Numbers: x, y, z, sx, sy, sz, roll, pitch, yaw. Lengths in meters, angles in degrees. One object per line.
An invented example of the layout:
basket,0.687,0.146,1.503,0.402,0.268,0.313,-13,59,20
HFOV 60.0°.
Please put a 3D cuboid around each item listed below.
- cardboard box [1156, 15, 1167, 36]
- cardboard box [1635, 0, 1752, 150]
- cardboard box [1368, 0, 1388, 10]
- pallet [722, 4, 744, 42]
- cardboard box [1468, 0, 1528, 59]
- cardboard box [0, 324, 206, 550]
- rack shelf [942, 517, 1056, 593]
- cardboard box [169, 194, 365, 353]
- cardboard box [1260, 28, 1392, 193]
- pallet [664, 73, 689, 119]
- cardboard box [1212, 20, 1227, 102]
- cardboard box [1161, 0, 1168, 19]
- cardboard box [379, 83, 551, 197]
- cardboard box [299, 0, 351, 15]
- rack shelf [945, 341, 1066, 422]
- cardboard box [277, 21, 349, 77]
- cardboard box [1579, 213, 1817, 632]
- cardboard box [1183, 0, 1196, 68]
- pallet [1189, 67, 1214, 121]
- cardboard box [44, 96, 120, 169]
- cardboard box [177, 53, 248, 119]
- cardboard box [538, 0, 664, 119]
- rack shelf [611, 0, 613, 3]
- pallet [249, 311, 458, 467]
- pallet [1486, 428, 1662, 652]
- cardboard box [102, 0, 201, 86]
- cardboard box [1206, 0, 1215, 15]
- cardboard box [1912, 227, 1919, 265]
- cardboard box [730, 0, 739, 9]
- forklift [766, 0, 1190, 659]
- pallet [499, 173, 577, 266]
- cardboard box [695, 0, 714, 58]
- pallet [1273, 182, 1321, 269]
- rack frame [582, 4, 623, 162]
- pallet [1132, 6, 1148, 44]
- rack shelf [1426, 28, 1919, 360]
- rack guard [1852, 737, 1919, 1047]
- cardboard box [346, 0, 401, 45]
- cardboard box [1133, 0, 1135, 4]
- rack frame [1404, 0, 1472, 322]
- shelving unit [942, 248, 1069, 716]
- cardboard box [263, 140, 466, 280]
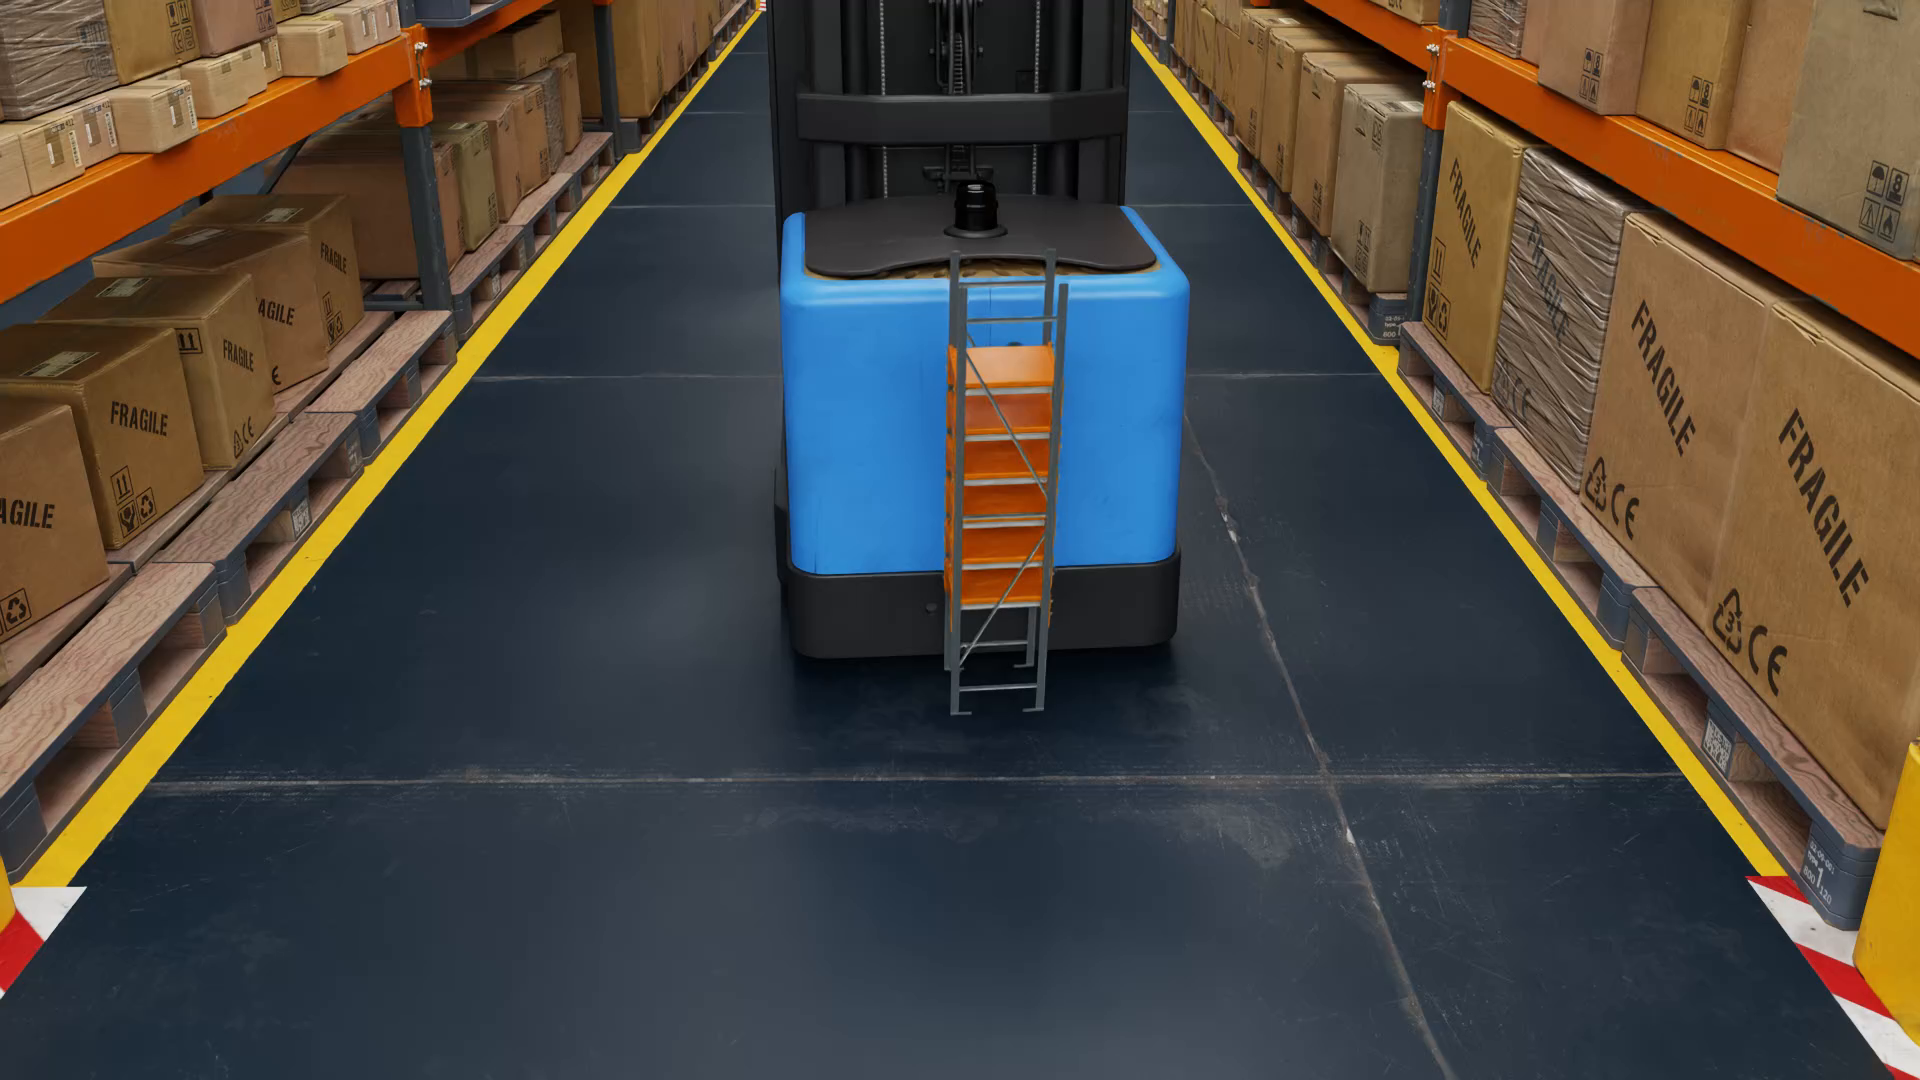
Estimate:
cardboard box,1.912,-4.472,14.449,0.380,0.149,0.250,0,24,0
cardboard box,2.383,-1.372,4.462,0.875,0.550,0.500,0,24,-1
cardboard box,2.066,-2.591,7.217,0.500,0.500,0.500,-1,24,-1
pallet,-2.650,-4.986,16.019,1.003,0.211,1.213,0,24,-1
cardboard box,2.361,-2.040,5.938,0.875,0.550,0.550,0,24,-1
cardboard box,-2.591,-0.309,4.816,0.500,0.500,0.500,2,24,4
rack shelf,0.094,0.031,4.100,0.258,0.103,0.180,-2,34,-5
cardboard box,-2.652,-1.030,6.412,0.500,0.500,0.500,-1,24,-2
cardboard box,2.231,-2.326,8.974,1.050,0.750,0.750,0,24,0
pallet,-2.603,-3.347,12.395,1.003,0.211,1.213,0,24,-1
cardboard box,2.031,-3.308,11.448,0.500,0.500,0.500,1,24,2
cardboard box,1.936,-4.576,14.317,0.380,0.149,0.250,0,24,0
cardboard box,-2.601,-2.114,8.785,0.700,0.500,0.500,2,24,4
cardboard box,-2.673,-2.138,5.855,0.875,0.500,0.500,0,24,-1
rack shelf,0.102,-0.366,3.831,0.258,0.103,0.180,-2,34,-5
cardboard box,-2.270,-1.632,5.524,0.380,0.149,0.250,0,24,-1
cardboard box,2.303,-0.340,4.431,0.875,0.875,0.875,-1,24,-1
cardboard box,2.008,-3.949,12.864,0.500,0.500,0.500,1,24,2
pallet,2.284,-3.325,12.345,1.003,0.211,1.213,0,24,-1
cardboard box,-2.357,-1.014,4.156,0.380,0.149,0.250,0,24,-1
cardboard box,-2.318,-1.323,4.840,0.380,0.149,0.250,0,24,-1
cardboard box,-2.646,-3.299,10.972,1.225,0.875,0.875,-1,24,-3
rack shelf,-2.682,-4.287,11.963,1.077,0.370,4.000,0,24,-1
pallet,-2.573,-0.596,6.311,1.003,0.211,1.213,0,24,-1
pallet,2.291,-0.035,5.072,1.003,0.211,1.213,0,24,-1
cardboard box,-2.632,-1.520,4.489,0.875,0.500,0.500,0,24,-1
cardboard box,2.025,-3.864,11.767,0.500,0.250,0.500,0,24,1
cardboard box,2.339,-0.696,2.967,0.875,0.550,0.550,0,24,-1
cardboard box,-2.650,-5.672,16.221,0.875,0.875,0.875,0,24,-1
forklift,-0.053,-1.593,5.214,1.130,2.935,3.031,-2,24,-4
pallet,-2.642,-1.697,8.746,1.003,0.211,1.213,0,24,-1
cardboard box,-2.676,-4.399,13.405,1.225,0.875,0.875,0,24,0
pallet,2.245,-1.674,8.696,1.003,0.211,1.213,0,24,-1
rack frame,-2.660,-3.791,9.992,1.000,3.000,0.127,0,24,-1
pallet,2.198,-4.930,15.894,1.003,0.211,1.213,0,24,-1
rack shelf,2.367,-0.972,4.631,1.077,0.370,4.000,0,24,-1
rack guard,2.389,0.674,3.154,1.175,0.500,0.348,0,24,-1
cardboard box,-2.320,-1.941,6.207,0.380,0.149,0.250,0,24,-1
cardboard box,1.887,-5.428,16.561,0.380,0.149,0.250,0,24,0
rack frame,2.345,-2.123,6.305,1.000,3.000,0.127,0,24,-1
shelving unit,0.096,-0.105,4.008,0.258,1.200,0.189,-2,34,-5
cardboard box,-2.601,-1.457,7.332,0.700,0.500,0.500,-2,24,-5
